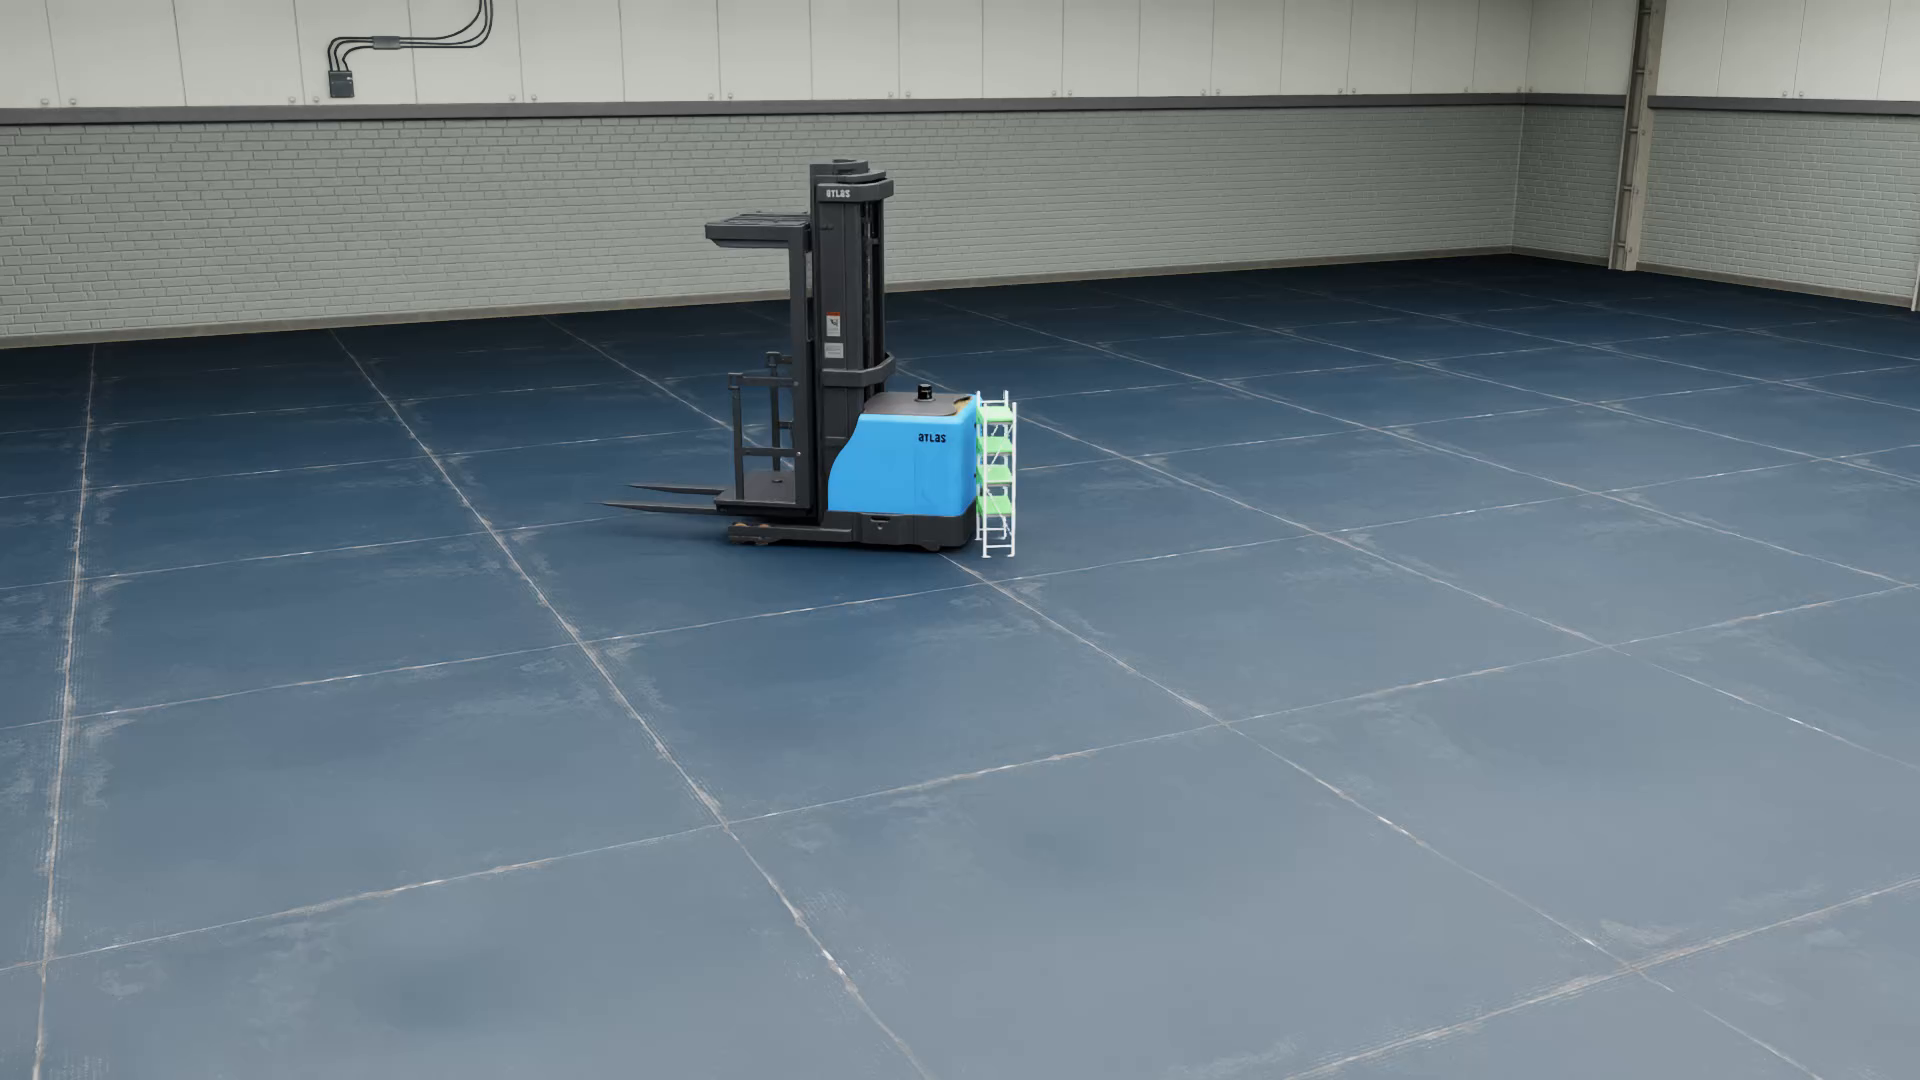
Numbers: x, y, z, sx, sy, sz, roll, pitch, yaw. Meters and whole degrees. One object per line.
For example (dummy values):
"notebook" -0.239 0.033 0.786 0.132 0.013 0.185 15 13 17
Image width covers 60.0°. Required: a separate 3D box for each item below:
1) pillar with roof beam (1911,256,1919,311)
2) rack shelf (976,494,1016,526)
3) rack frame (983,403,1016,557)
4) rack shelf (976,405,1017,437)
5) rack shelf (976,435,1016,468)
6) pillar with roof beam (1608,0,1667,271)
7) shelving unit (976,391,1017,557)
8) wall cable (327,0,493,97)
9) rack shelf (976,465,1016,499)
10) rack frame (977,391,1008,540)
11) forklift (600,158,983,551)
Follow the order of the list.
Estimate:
"pillar with roof beam" 10.951 -7.298 22.369 9.100 9.000 0.400 -8 18 -25
"rack shelf" 0.276 -0.223 12.954 0.258 0.148 0.480 -2 16 -5
"rack frame" 0.300 -0.448 12.637 0.240 1.200 0.015 -2 16 -5
"rack shelf" 0.277 -0.915 12.756 0.258 0.148 0.480 -2 16 -5
"rack shelf" 0.277 -0.684 12.822 0.258 0.148 0.480 -2 16 -5
"pillar with roof beam" 8.322 -8.786 27.553 9.100 9.000 0.400 -8 18 -25
"shelving unit" 0.276 -0.515 12.871 0.258 1.200 0.503 -2 16 -5
"wall cable" -7.685 -9.168 22.719 2.305 6.003 0.169 -8 18 -25
"rack shelf" 0.276 -0.454 12.888 0.258 0.148 0.480 -2 16 -5
"rack frame" 0.253 -0.582 13.104 0.240 1.200 0.015 -2 16 -5
"forklift" -1.373 -1.503 13.175 3.031 2.935 1.130 3 16 10
